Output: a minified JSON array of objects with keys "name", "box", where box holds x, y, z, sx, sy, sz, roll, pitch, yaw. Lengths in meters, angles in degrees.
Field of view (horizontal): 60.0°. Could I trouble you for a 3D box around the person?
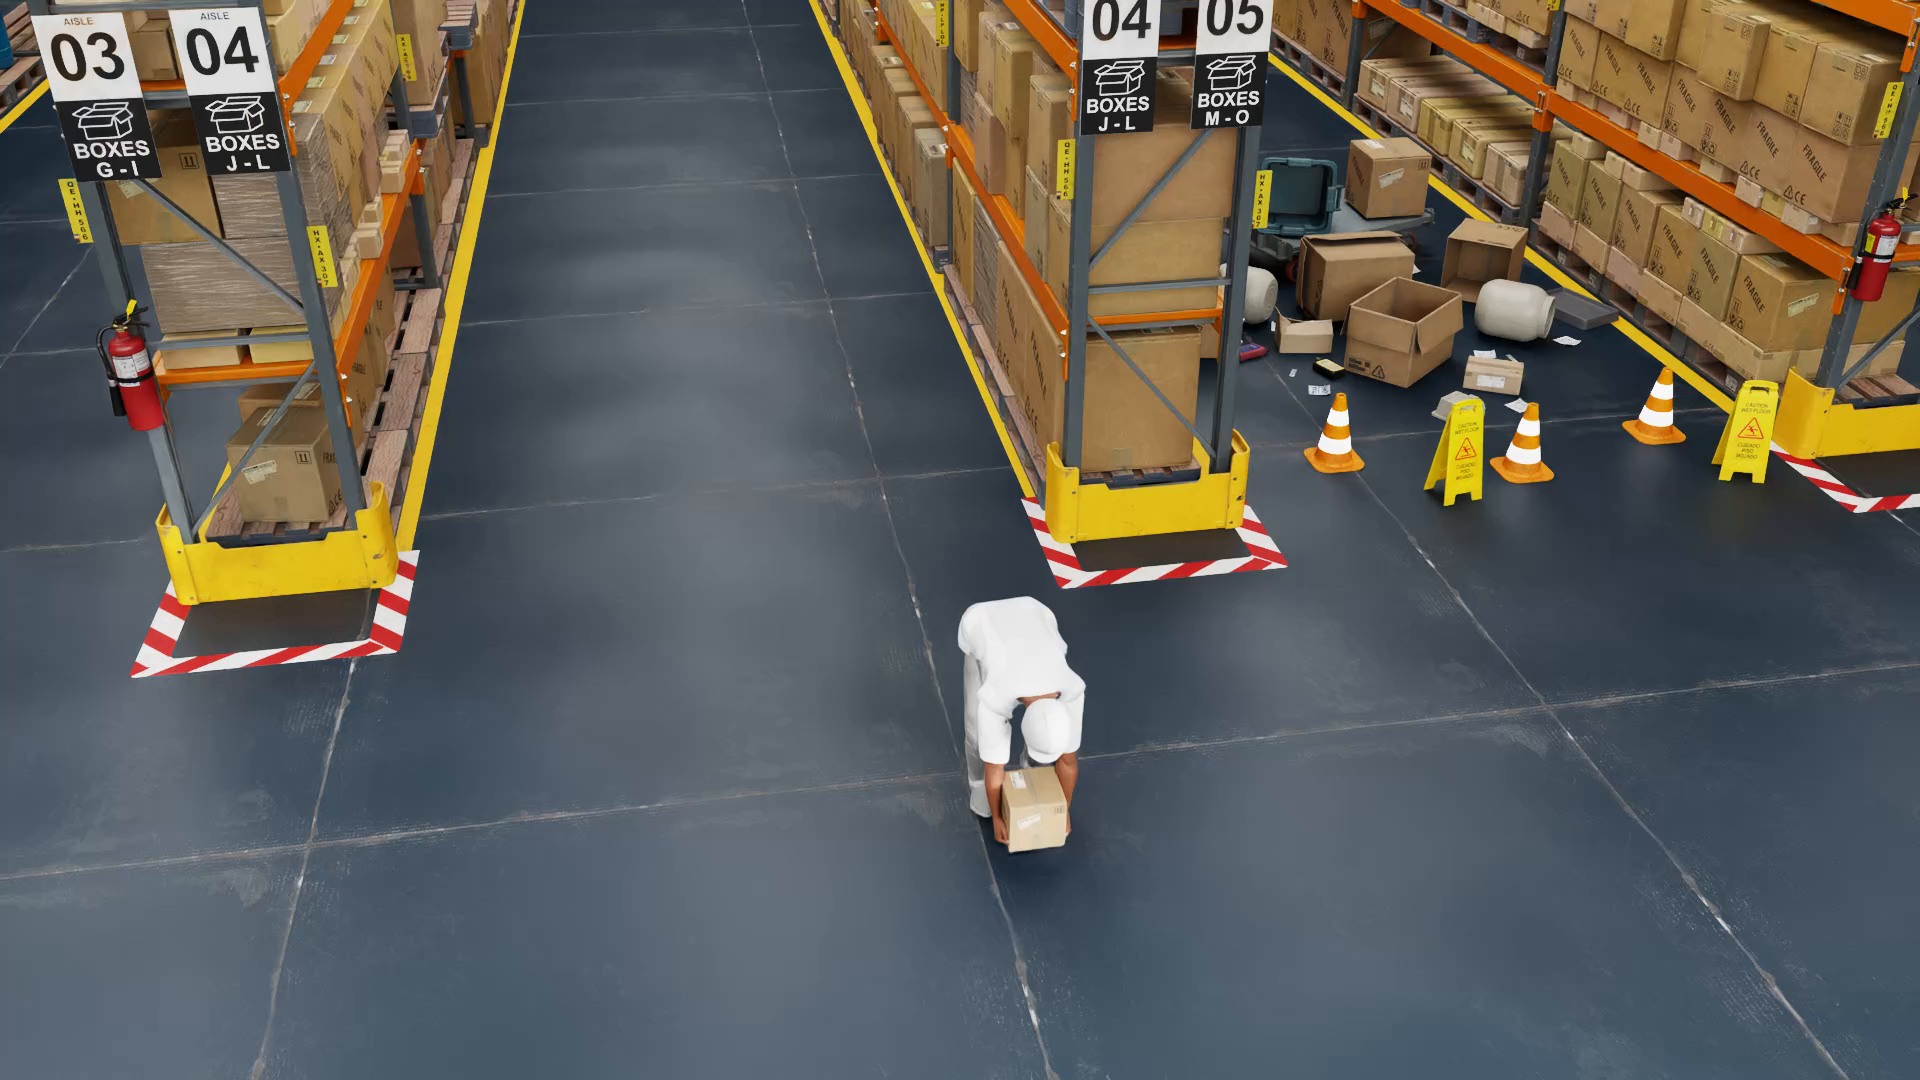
[{"name":"person","box":[0.285,0.851,7.378,0.488,1.042,0.980,-7,31,-11]}]
